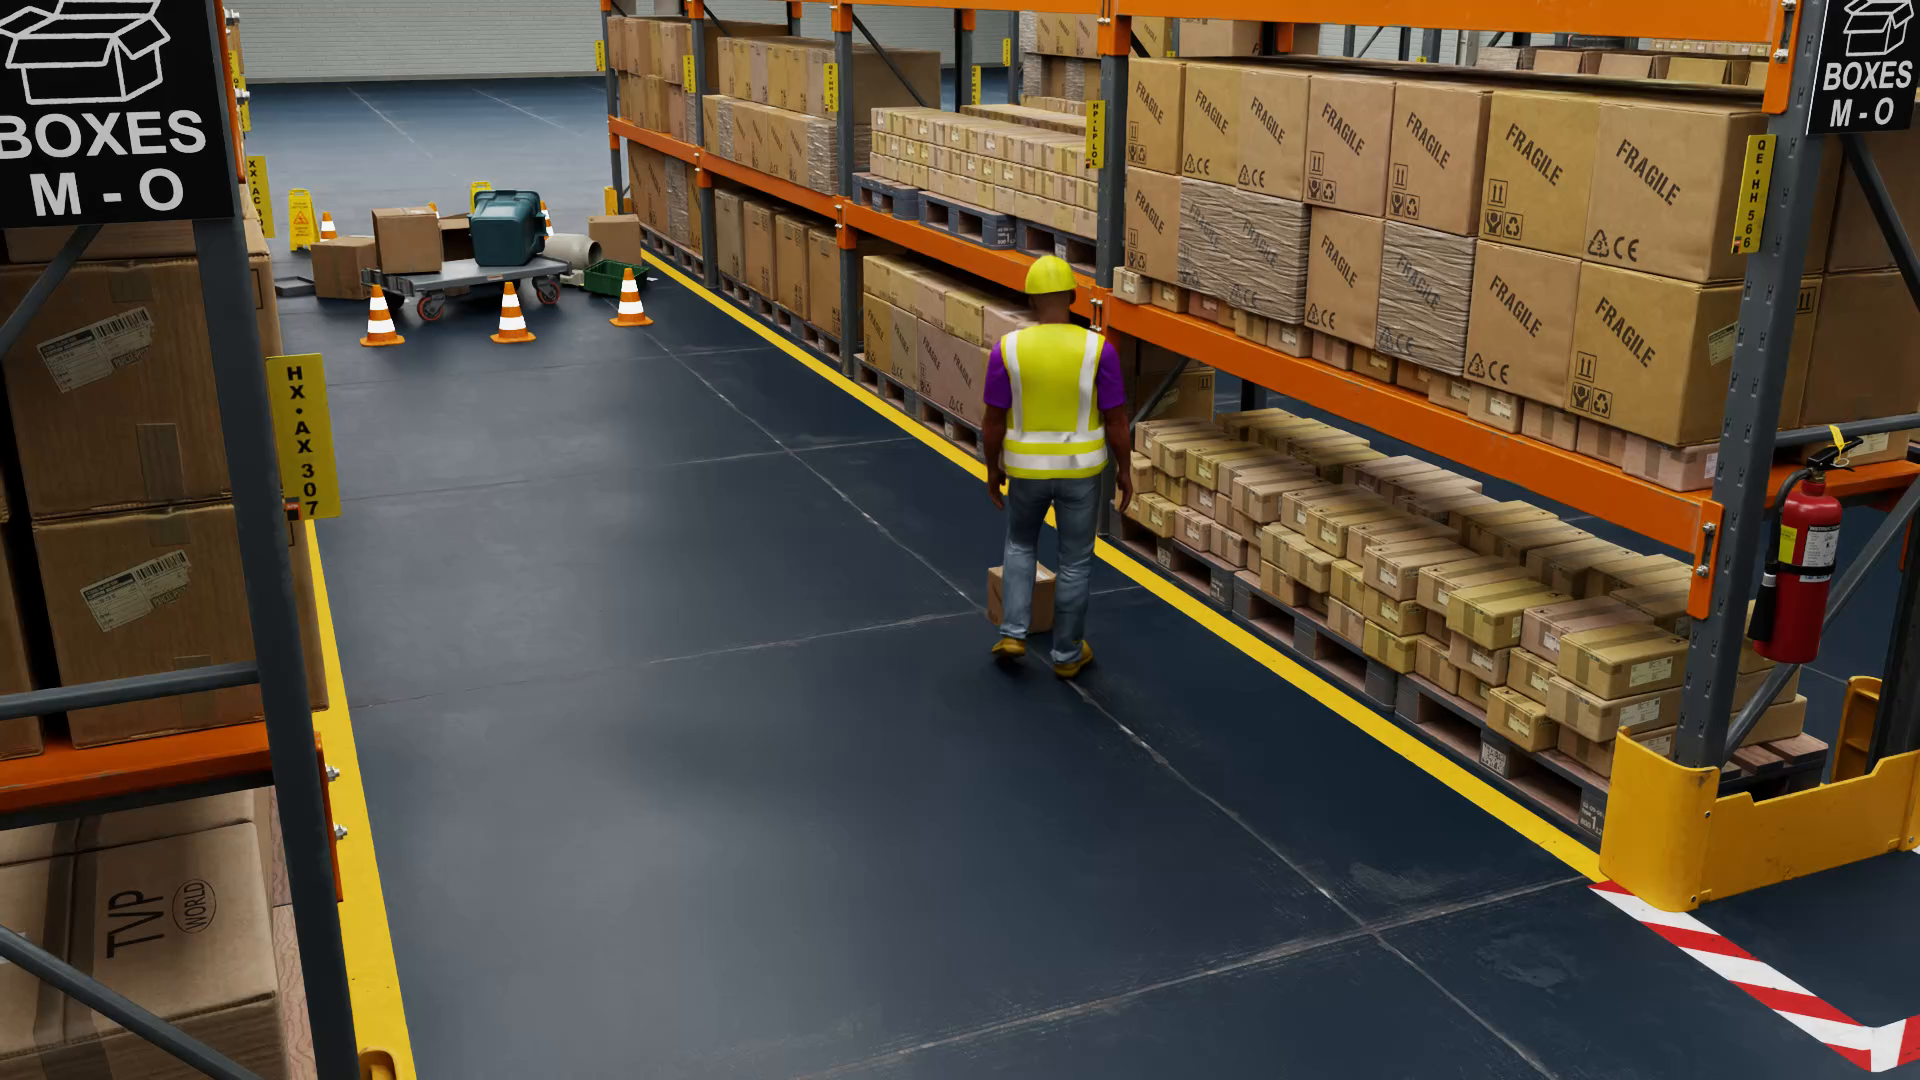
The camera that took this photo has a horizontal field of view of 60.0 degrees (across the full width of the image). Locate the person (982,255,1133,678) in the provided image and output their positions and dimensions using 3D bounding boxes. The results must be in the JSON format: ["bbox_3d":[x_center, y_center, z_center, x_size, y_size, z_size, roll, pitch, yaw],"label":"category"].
[{"bbox_3d":[0.410,-0.294,6.857,0.612,1.770,0.425,4,19,11],"label":"person"}]
